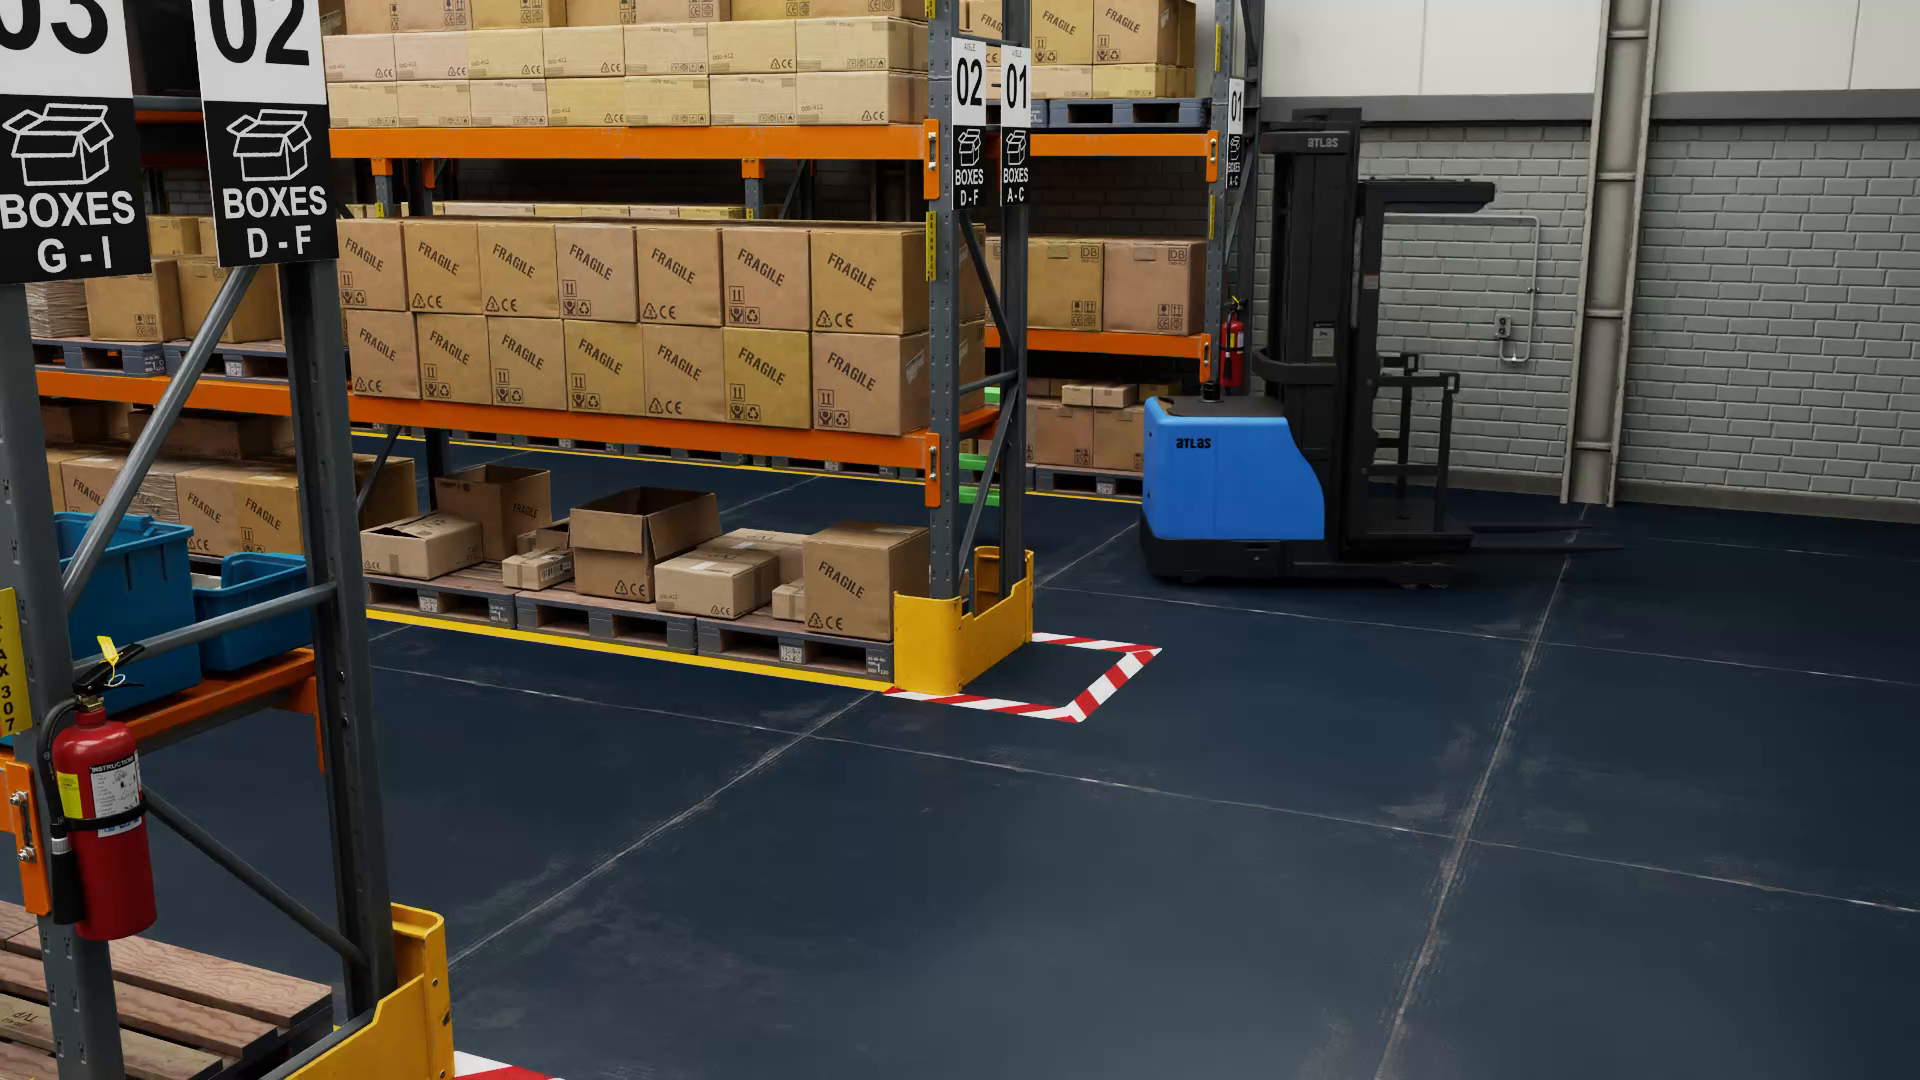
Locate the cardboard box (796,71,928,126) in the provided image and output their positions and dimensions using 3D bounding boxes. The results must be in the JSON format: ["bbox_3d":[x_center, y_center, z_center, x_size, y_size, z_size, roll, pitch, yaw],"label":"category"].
[{"bbox_3d":[-0.471,-2.178,8.231,0.500,0.250,0.500,6,14,23],"label":"cardboard box"}]

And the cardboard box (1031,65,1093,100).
[{"bbox_3d":[0.856,-3.534,12.872,0.500,0.250,0.500,5,14,21],"label":"cardboard box"}]

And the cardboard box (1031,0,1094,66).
[{"bbox_3d":[0.876,-3.898,12.782,0.500,0.500,0.500,6,15,25],"label":"cardboard box"}]

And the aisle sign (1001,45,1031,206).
[{"bbox_3d":[0.287,-2.119,8.527,0.004,0.787,0.394,6,14,23],"label":"aisle sign"}]

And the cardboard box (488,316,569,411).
[{"bbox_3d":[-2.270,-1.019,9.313,0.500,0.500,0.500,6,14,23],"label":"cardboard box"}]

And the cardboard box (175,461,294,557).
[{"bbox_3d":[-4.567,-0.199,10.544,0.500,0.500,0.500,6,14,23],"label":"cardboard box"}]

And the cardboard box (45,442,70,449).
[{"bbox_3d":[-6.427,-0.386,11.344,0.500,0.500,0.500,5,14,21],"label":"cardboard box"}]

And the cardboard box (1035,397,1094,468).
[{"bbox_3d":[0.971,-0.911,13.622,0.500,0.500,0.700,6,14,23],"label":"cardboard box"}]

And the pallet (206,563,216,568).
[{"bbox_3d":[-5.430,0.010,11.252,1.213,0.211,1.003,6,14,23],"label":"pallet"}]

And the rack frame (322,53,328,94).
[{"bbox_3d":[-3.551,-4.089,9.481,0.127,3.000,1.000,6,14,23],"label":"rack frame"}]

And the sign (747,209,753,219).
[{"bbox_3d":[-1.759,-2.614,13.967,0.005,0.325,0.100,6,14,23],"label":"sign"}]

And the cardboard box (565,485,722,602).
[{"bbox_3d":[-1.831,0.006,9.665,0.637,0.503,0.797,6,14,23],"label":"cardboard box"}]

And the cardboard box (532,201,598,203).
[{"bbox_3d":[-3.746,-3.057,15.661,0.500,0.250,0.500,5,14,22],"label":"cardboard box"}]

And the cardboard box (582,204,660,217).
[{"bbox_3d":[-3.009,-2.858,14.812,0.500,0.250,0.500,6,15,24],"label":"cardboard box"}]

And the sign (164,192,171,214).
[{"bbox_3d":[-8.641,-3.623,18.095,0.005,0.325,0.100,6,14,23],"label":"sign"}]

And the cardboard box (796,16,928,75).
[{"bbox_3d":[-0.467,-2.423,8.182,0.500,0.250,0.500,6,14,23],"label":"cardboard box"}]

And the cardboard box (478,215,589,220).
[{"bbox_3d":[-2.515,-1.664,9.872,0.500,0.500,0.500,5,14,22],"label":"cardboard box"}]

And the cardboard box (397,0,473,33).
[{"bbox_3d":[-2.691,-3.051,9.217,0.500,0.500,0.700,6,14,23],"label":"cardboard box"}]

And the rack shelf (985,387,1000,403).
[{"bbox_3d":[0.151,-0.974,11.457,0.480,0.148,0.258,6,14,23],"label":"rack shelf"}]

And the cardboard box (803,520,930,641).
[{"bbox_3d":[-0.491,0.206,8.819,0.500,0.500,0.500,6,14,23],"label":"cardboard box"}]

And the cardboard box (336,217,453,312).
[{"bbox_3d":[-3.234,-1.601,9.604,0.500,0.500,0.500,6,15,25],"label":"cardboard box"}]

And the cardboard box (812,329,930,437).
[{"bbox_3d":[-0.414,-0.831,8.512,0.500,0.500,0.500,6,15,25],"label":"cardboard box"}]

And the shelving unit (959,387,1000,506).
[{"bbox_3d":[0.151,-0.569,11.553,0.503,1.200,0.258,6,14,23],"label":"shelving unit"}]

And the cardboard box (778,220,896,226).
[{"bbox_3d":[-0.674,-1.476,9.072,0.500,0.500,0.500,6,14,24],"label":"cardboard box"}]

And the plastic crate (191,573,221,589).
[{"bbox_3d":[-2.256,0.197,4.795,0.298,0.136,0.250,6,14,23],"label":"plastic crate"}]

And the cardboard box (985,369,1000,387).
[{"bbox_3d":[0.233,-1.351,14.078,0.250,0.149,0.380,6,14,22],"label":"cardboard box"}]

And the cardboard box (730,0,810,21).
[{"bbox_3d":[-0.793,-2.902,8.581,0.500,0.500,0.700,6,14,23],"label":"cardboard box"}]

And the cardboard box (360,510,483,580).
[{"bbox_3d":[-3.255,0.011,10.065,0.500,0.311,0.500,6,14,23],"label":"cardboard box"}]

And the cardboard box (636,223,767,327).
[{"bbox_3d":[-1.351,-1.411,8.793,0.500,0.500,0.500,6,15,25],"label":"cardboard box"}]

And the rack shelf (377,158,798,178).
[{"bbox_3d":[-3.377,-3.498,15.105,4.000,0.370,1.077,6,14,23],"label":"rack shelf"}]

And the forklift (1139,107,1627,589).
[{"bbox_3d":[2.737,-1.242,10.633,3.031,2.935,1.130,0,13,1],"label":"forklift"}]

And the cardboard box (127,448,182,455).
[{"bbox_3d":[-5.303,-0.403,11.413,0.500,0.500,0.500,5,14,21],"label":"cardboard box"}]

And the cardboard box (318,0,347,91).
[{"bbox_3d":[-3.982,-2.992,10.017,0.600,0.600,0.600,4,14,18],"label":"cardboard box"}]

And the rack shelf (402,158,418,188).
[{"bbox_3d":[-5.380,-2.463,10.695,4.000,0.370,1.077,6,14,23],"label":"rack shelf"}]

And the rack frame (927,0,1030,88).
[{"bbox_3d":[0.106,-3.719,7.904,0.127,3.000,1.000,6,14,23],"label":"rack frame"}]

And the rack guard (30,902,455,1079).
[{"bbox_3d":[-1.877,1.453,4.469,0.348,0.500,1.175,6,14,23],"label":"rack guard"}]

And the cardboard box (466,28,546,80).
[{"bbox_3d":[-2.297,-2.607,8.968,0.500,0.250,0.500,6,14,23],"label":"cardboard box"}]

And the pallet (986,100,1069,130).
[{"bbox_3d":[0.307,-3.429,13.430,1.213,0.211,1.003,6,14,23],"label":"pallet"}]

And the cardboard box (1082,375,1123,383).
[{"bbox_3d":[1.160,-1.257,13.678,0.250,0.149,0.380,6,14,23],"label":"cardboard box"}]

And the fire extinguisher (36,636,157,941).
[{"bbox_3d":[-1.950,0.564,3.769,0.183,0.674,0.296,6,14,23],"label":"fire extinguisher"}]

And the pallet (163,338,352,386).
[{"bbox_3d":[-4.238,-1.171,10.601,1.213,0.211,1.003,6,14,23],"label":"pallet"}]

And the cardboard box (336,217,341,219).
[{"bbox_3d":[-6.161,-2.923,16.466,0.500,0.500,0.700,4,14,18],"label":"cardboard box"}]

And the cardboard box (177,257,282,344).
[{"bbox_3d":[-4.548,-1.562,10.708,0.500,0.500,0.700,8,16,32],"label":"cardboard box"}]

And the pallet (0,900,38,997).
[{"bbox_3d":[-3.754,1.396,5.342,1.213,0.211,1.003,6,14,23],"label":"pallet"}]

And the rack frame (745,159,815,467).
[{"bbox_3d":[-1.548,-2.203,14.577,0.127,3.000,1.000,6,14,23],"label":"rack frame"}]

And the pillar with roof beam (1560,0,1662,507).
[{"bbox_3d":[3.184,-3.785,8.188,0.400,9.000,9.100,6,14,23],"label":"pillar with roof beam"}]

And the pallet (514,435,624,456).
[{"bbox_3d":[-3.404,-1.014,15.613,1.213,0.211,1.003,6,14,23],"label":"pallet"}]

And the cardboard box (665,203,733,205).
[{"bbox_3d":[-2.344,-2.915,15.057,0.500,0.250,0.500,6,14,24],"label":"cardboard box"}]

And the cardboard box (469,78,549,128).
[{"bbox_3d":[-2.295,-2.365,9.030,0.500,0.250,0.500,6,14,23],"label":"cardboard box"}]

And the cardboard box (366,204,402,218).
[{"bbox_3d":[-5.533,-3.177,16.128,0.250,0.149,0.380,4,14,16],"label":"cardboard box"}]
